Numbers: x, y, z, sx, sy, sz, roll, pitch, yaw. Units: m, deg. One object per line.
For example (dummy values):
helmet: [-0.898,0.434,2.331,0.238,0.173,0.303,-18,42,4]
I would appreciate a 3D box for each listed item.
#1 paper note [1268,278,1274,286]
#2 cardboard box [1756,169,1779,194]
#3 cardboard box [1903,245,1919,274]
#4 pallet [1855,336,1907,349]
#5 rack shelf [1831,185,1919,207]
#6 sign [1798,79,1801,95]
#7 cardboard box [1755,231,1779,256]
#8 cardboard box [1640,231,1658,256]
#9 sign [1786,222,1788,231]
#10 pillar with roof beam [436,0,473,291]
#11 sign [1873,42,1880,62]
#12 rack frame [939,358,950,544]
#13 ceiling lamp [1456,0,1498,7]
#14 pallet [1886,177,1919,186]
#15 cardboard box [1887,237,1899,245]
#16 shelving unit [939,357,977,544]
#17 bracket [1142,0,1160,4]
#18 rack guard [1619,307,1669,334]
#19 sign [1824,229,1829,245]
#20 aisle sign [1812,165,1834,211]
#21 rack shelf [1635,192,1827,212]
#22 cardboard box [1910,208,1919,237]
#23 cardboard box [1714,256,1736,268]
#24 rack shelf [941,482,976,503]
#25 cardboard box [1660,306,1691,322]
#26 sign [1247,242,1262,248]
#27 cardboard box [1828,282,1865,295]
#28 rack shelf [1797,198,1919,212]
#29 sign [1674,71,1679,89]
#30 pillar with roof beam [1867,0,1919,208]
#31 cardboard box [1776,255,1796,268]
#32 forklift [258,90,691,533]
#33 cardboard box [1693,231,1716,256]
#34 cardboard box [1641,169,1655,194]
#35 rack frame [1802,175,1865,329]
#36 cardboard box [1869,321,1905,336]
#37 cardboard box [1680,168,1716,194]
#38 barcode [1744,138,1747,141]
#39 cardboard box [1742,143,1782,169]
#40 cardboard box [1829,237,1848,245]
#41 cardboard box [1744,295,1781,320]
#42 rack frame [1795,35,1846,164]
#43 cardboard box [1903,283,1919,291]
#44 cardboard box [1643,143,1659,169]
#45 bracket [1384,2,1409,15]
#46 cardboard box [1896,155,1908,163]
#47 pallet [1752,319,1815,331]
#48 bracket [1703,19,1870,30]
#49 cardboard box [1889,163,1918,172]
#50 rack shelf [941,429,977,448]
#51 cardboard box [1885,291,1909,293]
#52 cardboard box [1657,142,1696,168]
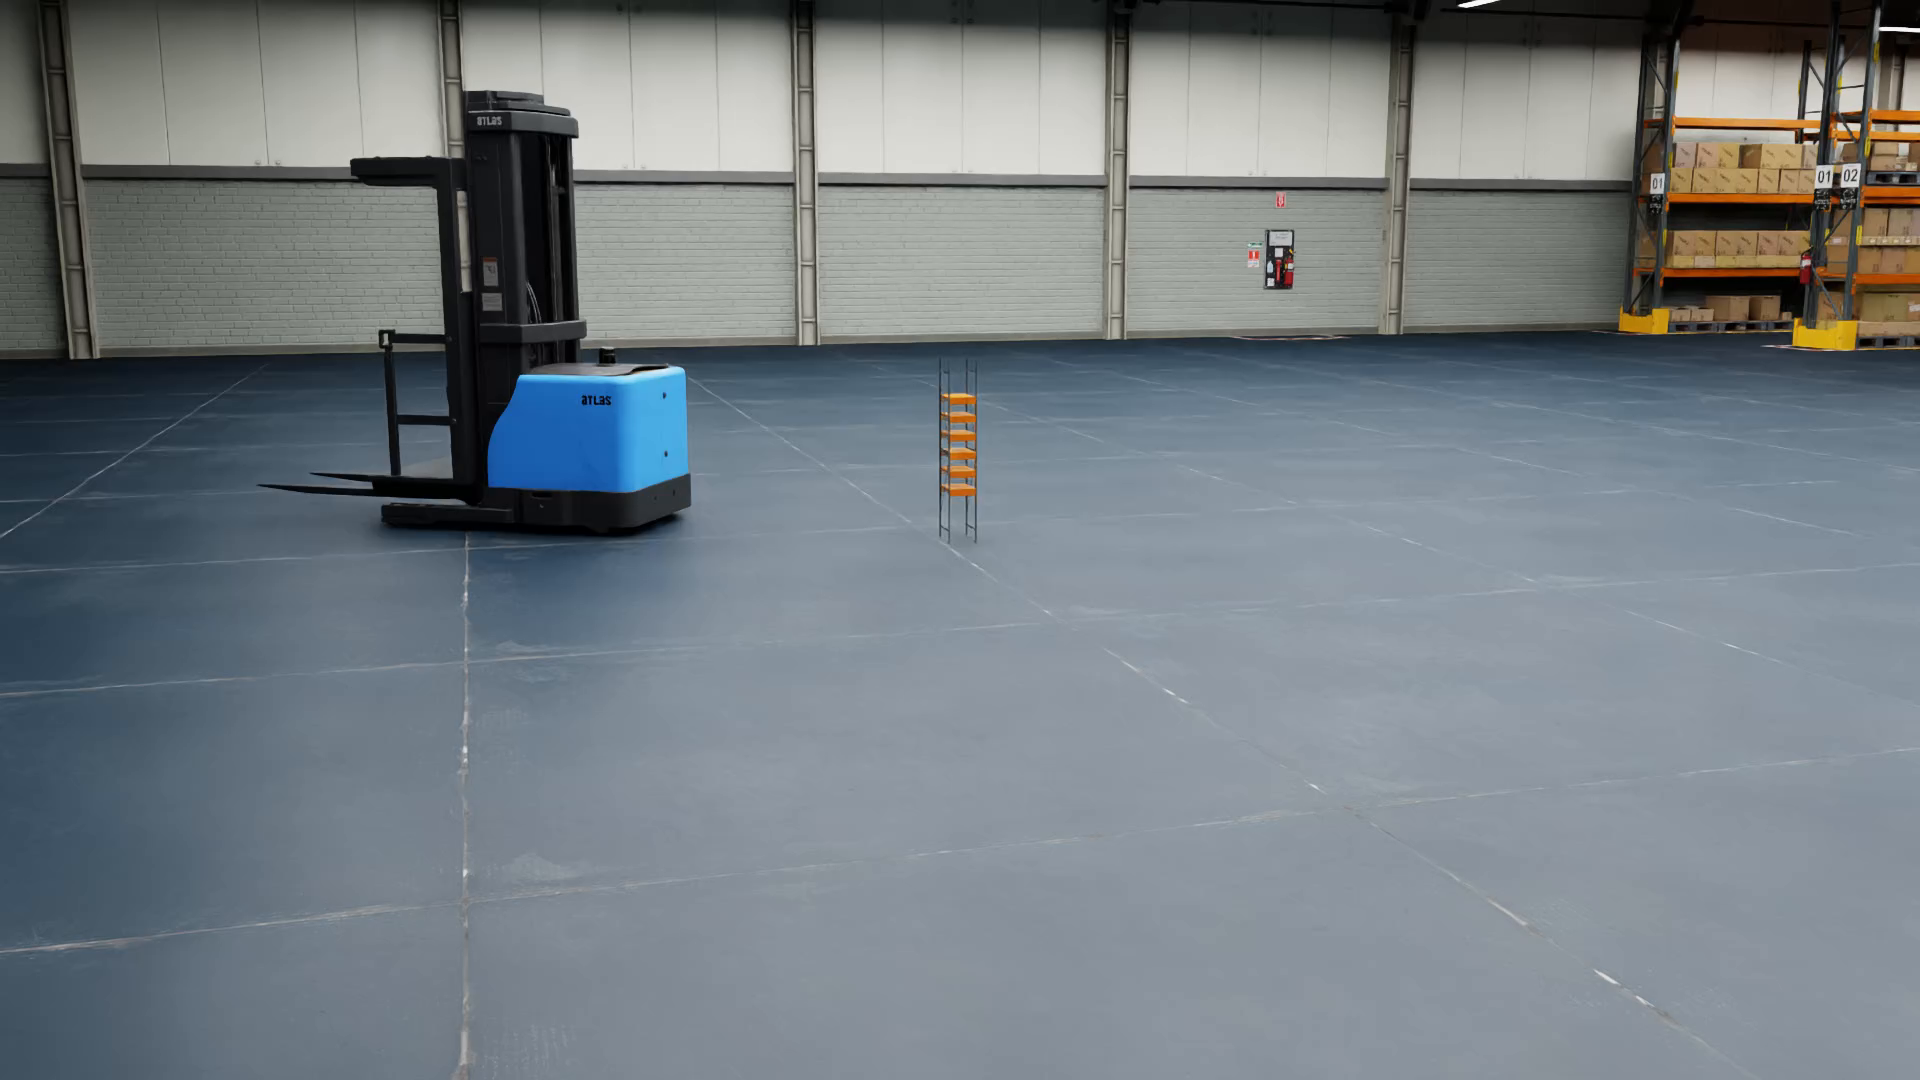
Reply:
paper note: [6.166,-5.113,32.967,0.142,0.148,0.016,-3,11,-16]
cardboard box: [16.483,-7.389,34.284,0.500,0.500,0.500,-3,11,-18]
cardboard box: [16.890,-5.040,29.864,0.500,0.500,0.700,-3,11,-16]
pallet: [16.180,-3.593,29.980,1.213,0.211,1.003,-3,11,-16]
rack shelf: [17.378,-6.141,29.821,4.000,0.370,1.077,-3,11,-16]
sign: [17.749,-9.565,35.134,0.005,0.325,0.100,-3,11,-16]
cardboard box: [16.578,-6.159,34.505,0.500,0.500,0.500,-3,11,-18]
cardboard box: [14.462,-6.145,34.428,0.500,0.500,0.500,-3,11,-17]
sign: [17.751,-6.647,35.672,0.005,0.325,0.100,-3,11,-16]
pillar with roof beam: [-7.341,-6.953,23.958,0.400,9.000,9.100,-3,11,-16]
sign: [15.606,-8.309,28.309,0.005,0.325,0.100,-3,11,-16]
rack frame: [-0.102,-0.585,10.909,0.006,1.200,0.240,-3,11,-16]
ceiling lamp: [8.708,-10.546,27.352,0.800,3.185,2.000,-3,11,-16]
pallet: [17.317,-6.444,29.723,1.213,0.211,1.003,-3,11,-16]
cardboard box: [16.387,-5.295,29.456,0.250,0.149,0.380,-3,11,-16]
shelving unit: [-0.014,-0.589,10.934,0.189,1.200,0.258,-3,11,-16]
bracket: [3.475,-10.038,30.774,0.430,0.232,0.235,-3,11,-16]
rack guard: [14.142,-4.554,34.401,0.348,0.500,1.175,-3,11,-16]
sign: [18.069,-6.313,34.665,0.005,0.325,0.100,-3,11,-16]
aisle sign: [15.312,-6.244,29.501,0.004,0.787,0.394,-3,11,-16]
rack shelf: [15.989,-7.002,34.497,4.000,0.370,1.077,-3,11,-16]
cardboard box: [16.947,-5.683,29.771,0.500,0.500,0.700,-3,11,-16]
cardboard box: [15.612,-5.738,34.291,0.500,0.250,0.500,-3,11,-17]
rack shelf: [-0.014,-0.310,10.985,0.180,0.103,0.258,-3,11,-16]
cardboard box: [14.759,-4.693,34.463,0.500,0.311,0.500,-4,11,-22]
sign: [5.802,-5.810,32.758,0.331,0.109,0.001,-3,11,-16]
cardboard box: [19.034,-5.400,35.714,0.500,0.250,0.500,-3,11,-17]
rack shelf: [19.830,-7.204,35.597,4.000,0.370,1.077,-3,11,-16]
sign: [14.221,-9.134,33.007,0.005,0.325,0.100,-3,11,-16]
pillar with roof beam: [21.464,-8.471,32.204,0.548,9.000,9.100,-3,11,-16]
cardboard box: [17.059,-5.817,34.720,0.500,0.250,0.500,-3,11,-16]
forklift: [-3.512,-1.608,11.687,3.031,2.935,1.130,3,11,14]
cardboard box: [15.089,-6.079,34.072,0.500,0.500,0.500,-3,11,-16]
cardboard box: [14.399,-7.379,34.225,0.500,0.500,0.500,-2,11,-12]
rack frame: [15.457,-4.918,29.477,0.127,3.000,1.000,-3,11,-16]
cardboard box: [16.513,-3.787,29.767,0.500,0.250,0.500,-3,11,-16]
cardboard box: [14.986,-7.308,33.841,0.500,0.500,0.500,-2,11,-12]
barcode: [16.455,-8.396,34.834,0.075,0.075,0.001,-3,11,-16]
cardboard box: [16.483,-7.877,34.173,0.500,0.500,0.500,-3,11,-18]
cardboard box: [15.771,-5.339,29.695,0.250,0.149,0.380,-3,11,-17]
cardboard box: [16.924,-4.909,35.117,0.500,0.500,0.500,-4,11,-20]
rack frame: [17.910,-8.932,34.710,0.127,3.000,1.000,-3,11,-16]
cardboard box: [20.509,-5.476,36.127,0.500,0.250,0.500,-3,11,-15]
cardboard box: [14.410,-7.872,34.146,0.500,0.500,0.500,-3,11,-13]
bracket: [8.439,-10.299,32.196,0.430,0.232,0.235,-3,11,-16]
cardboard box: [17.023,-6.757,29.882,0.500,0.311,0.500,-2,11,-9]
pallet: [17.275,-4.570,35.288,1.213,0.211,1.003,-3,11,-16]
bracket: [17.471,-10.775,34.781,4.783,0.066,0.076,-3,11,-16]
cardboard box: [16.636,-6.574,29.335,0.250,0.149,0.380,-3,11,-16]
rack shelf: [-0.014,-0.664,10.920,0.180,0.103,0.258,-3,11,-16]
cardboard box: [17.326,-4.298,30.474,0.500,0.500,0.500,-3,11,-16]
cardboard box: [14.507,-7.782,33.658,0.500,0.500,0.500,-4,11,-20]
